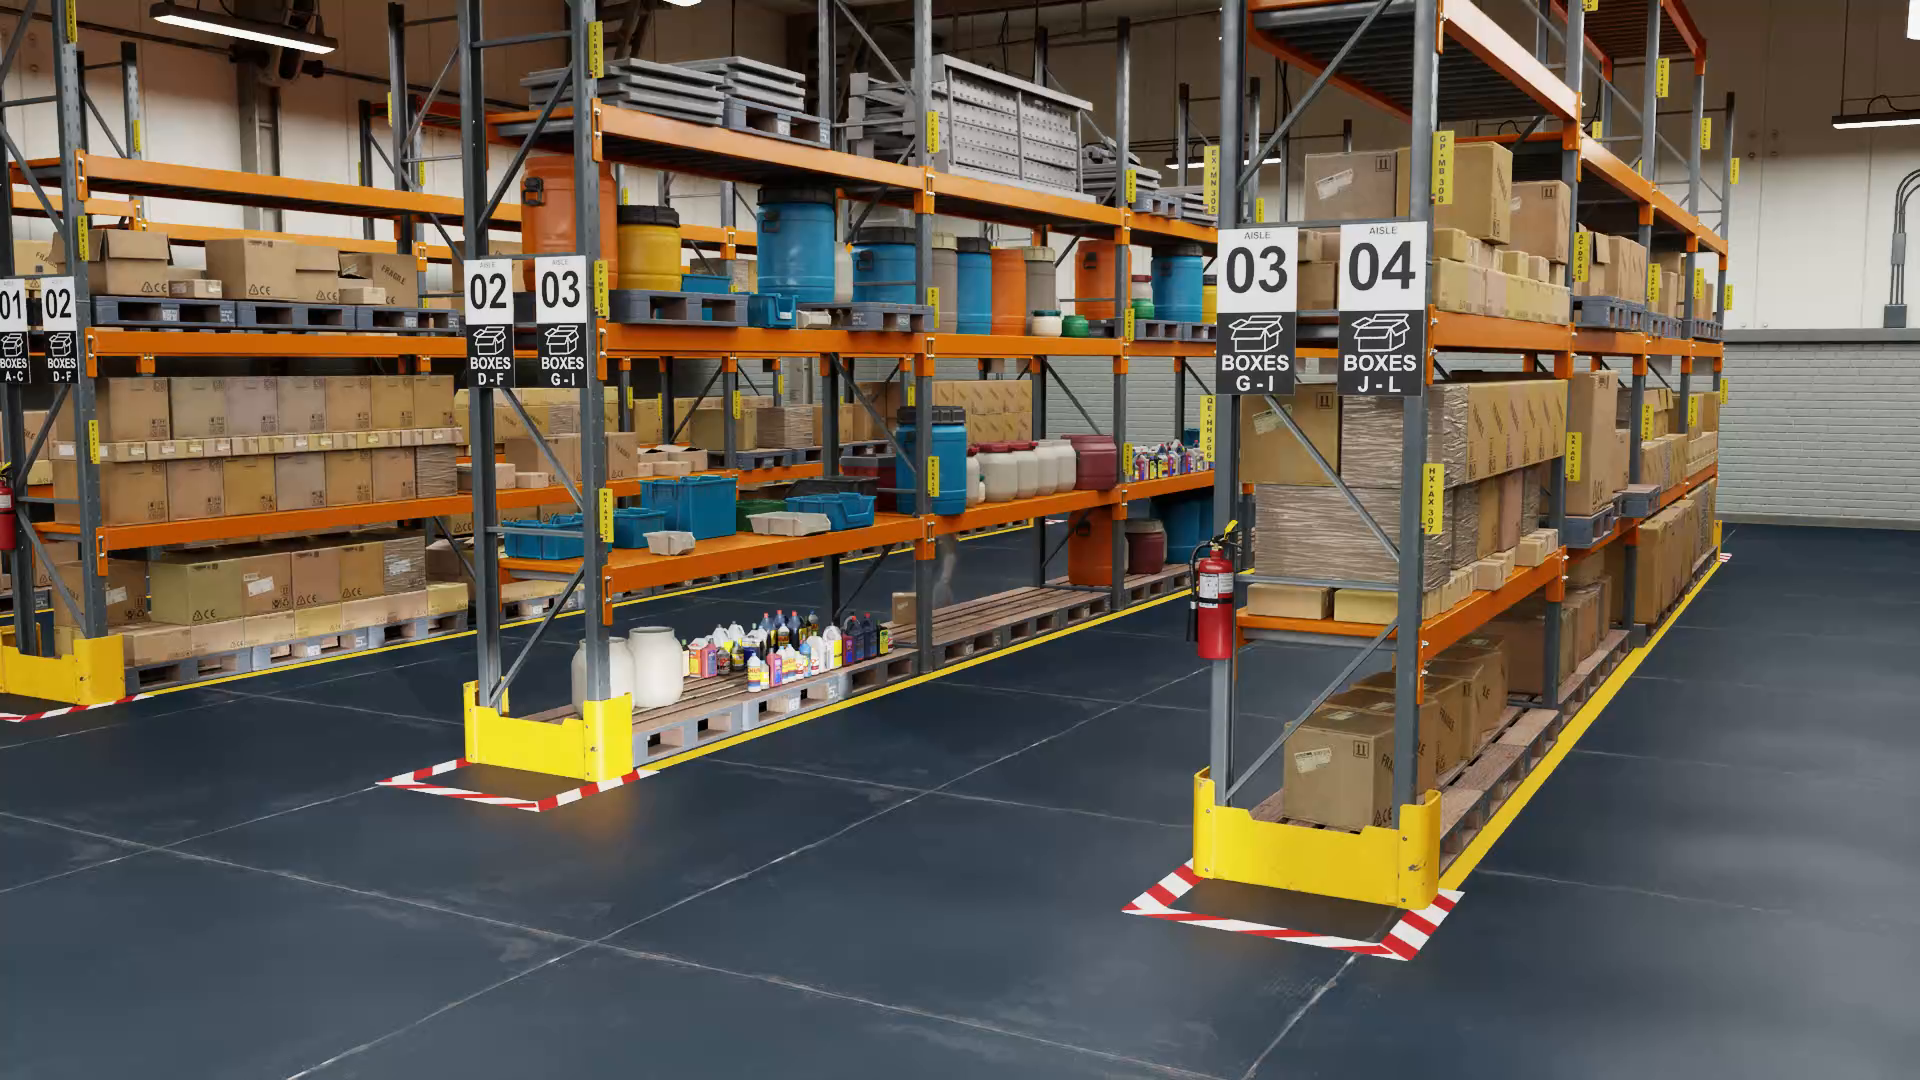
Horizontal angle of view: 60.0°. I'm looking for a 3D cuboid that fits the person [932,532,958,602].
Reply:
[{"bbox_3d":[-0.238,-0.169,17.609,0.443,1.679,0.489,1,6,5],"label":"person"}]
